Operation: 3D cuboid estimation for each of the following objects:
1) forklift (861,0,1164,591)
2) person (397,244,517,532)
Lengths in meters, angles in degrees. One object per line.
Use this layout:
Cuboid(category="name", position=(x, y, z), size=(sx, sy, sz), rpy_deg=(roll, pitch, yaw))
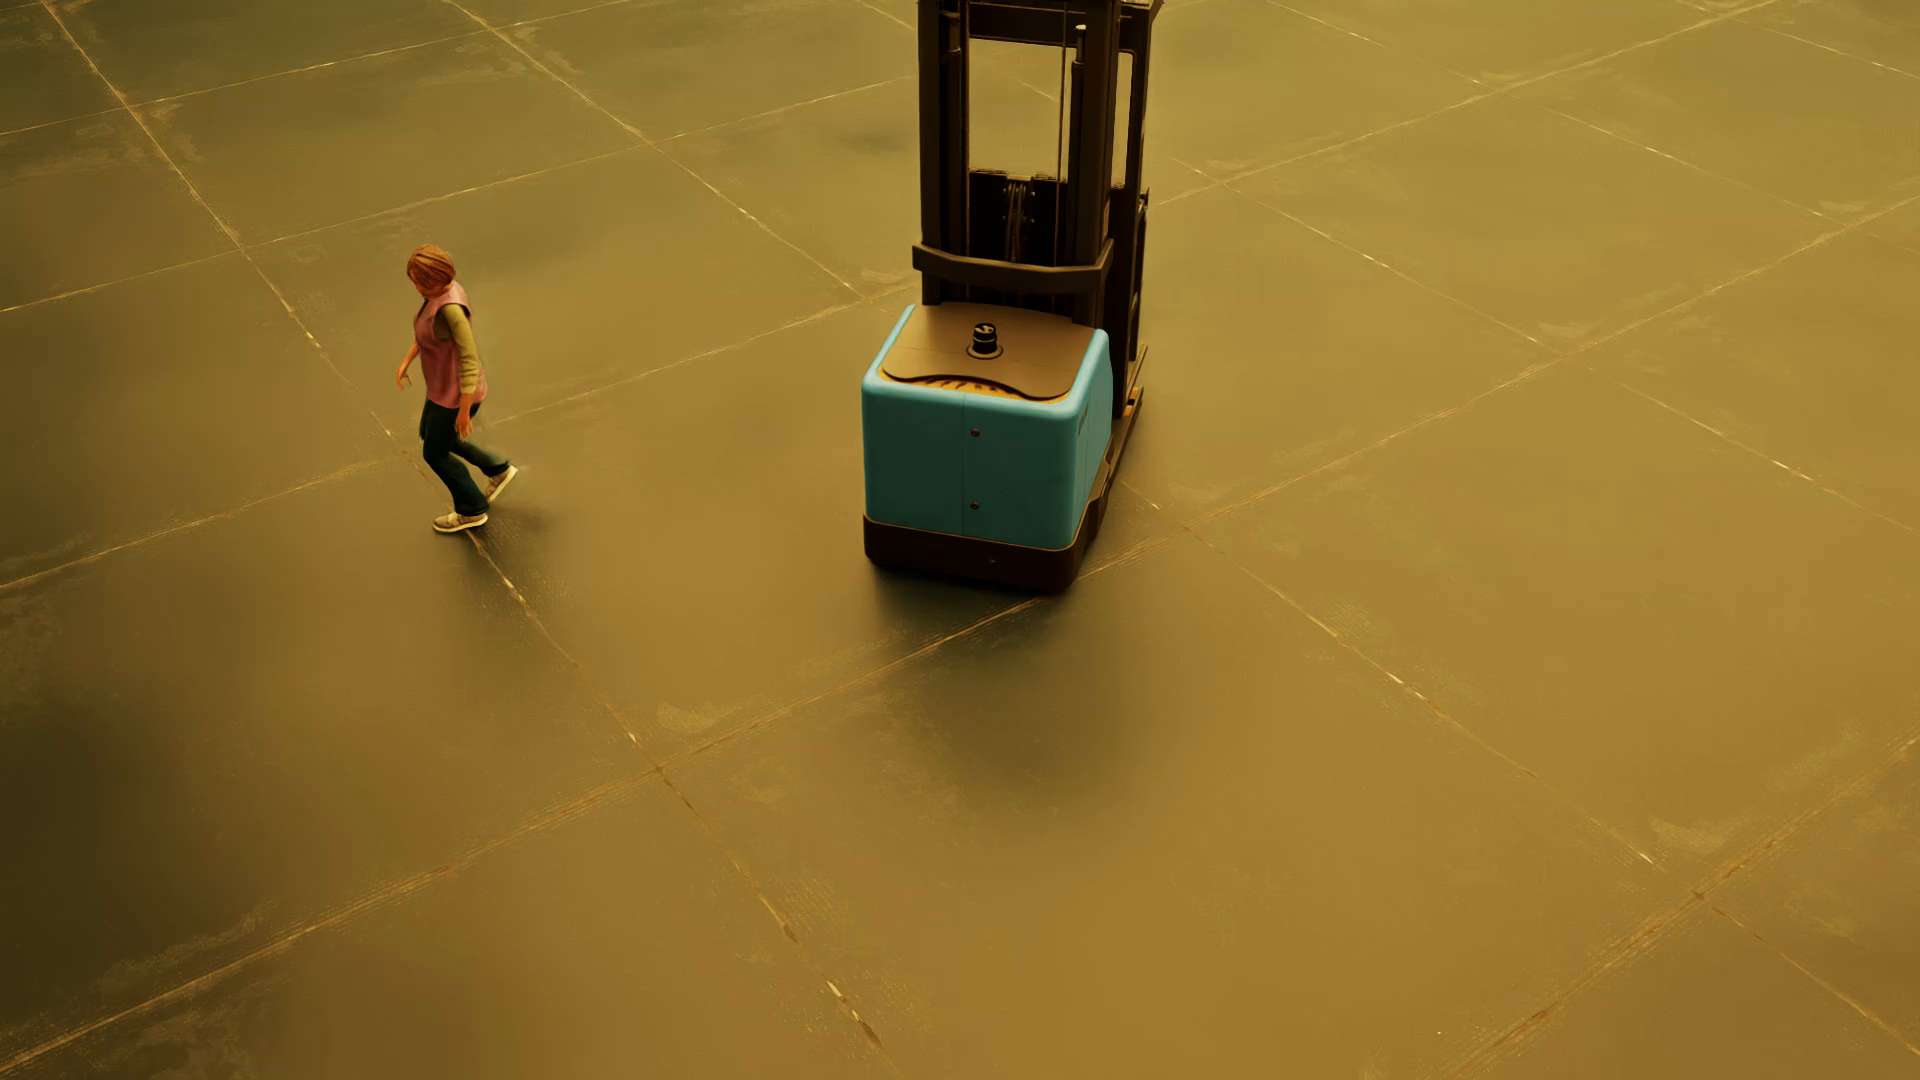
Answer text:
Cuboid(category="forklift", position=(0.406, -1.812, 8.395), size=(1.130, 2.935, 3.031), rpy_deg=(9, 37, 12))
Cuboid(category="person", position=(-2.484, -0.703, 8.057), size=(0.481, 1.562, 0.623), rpy_deg=(-7, 37, -9))
